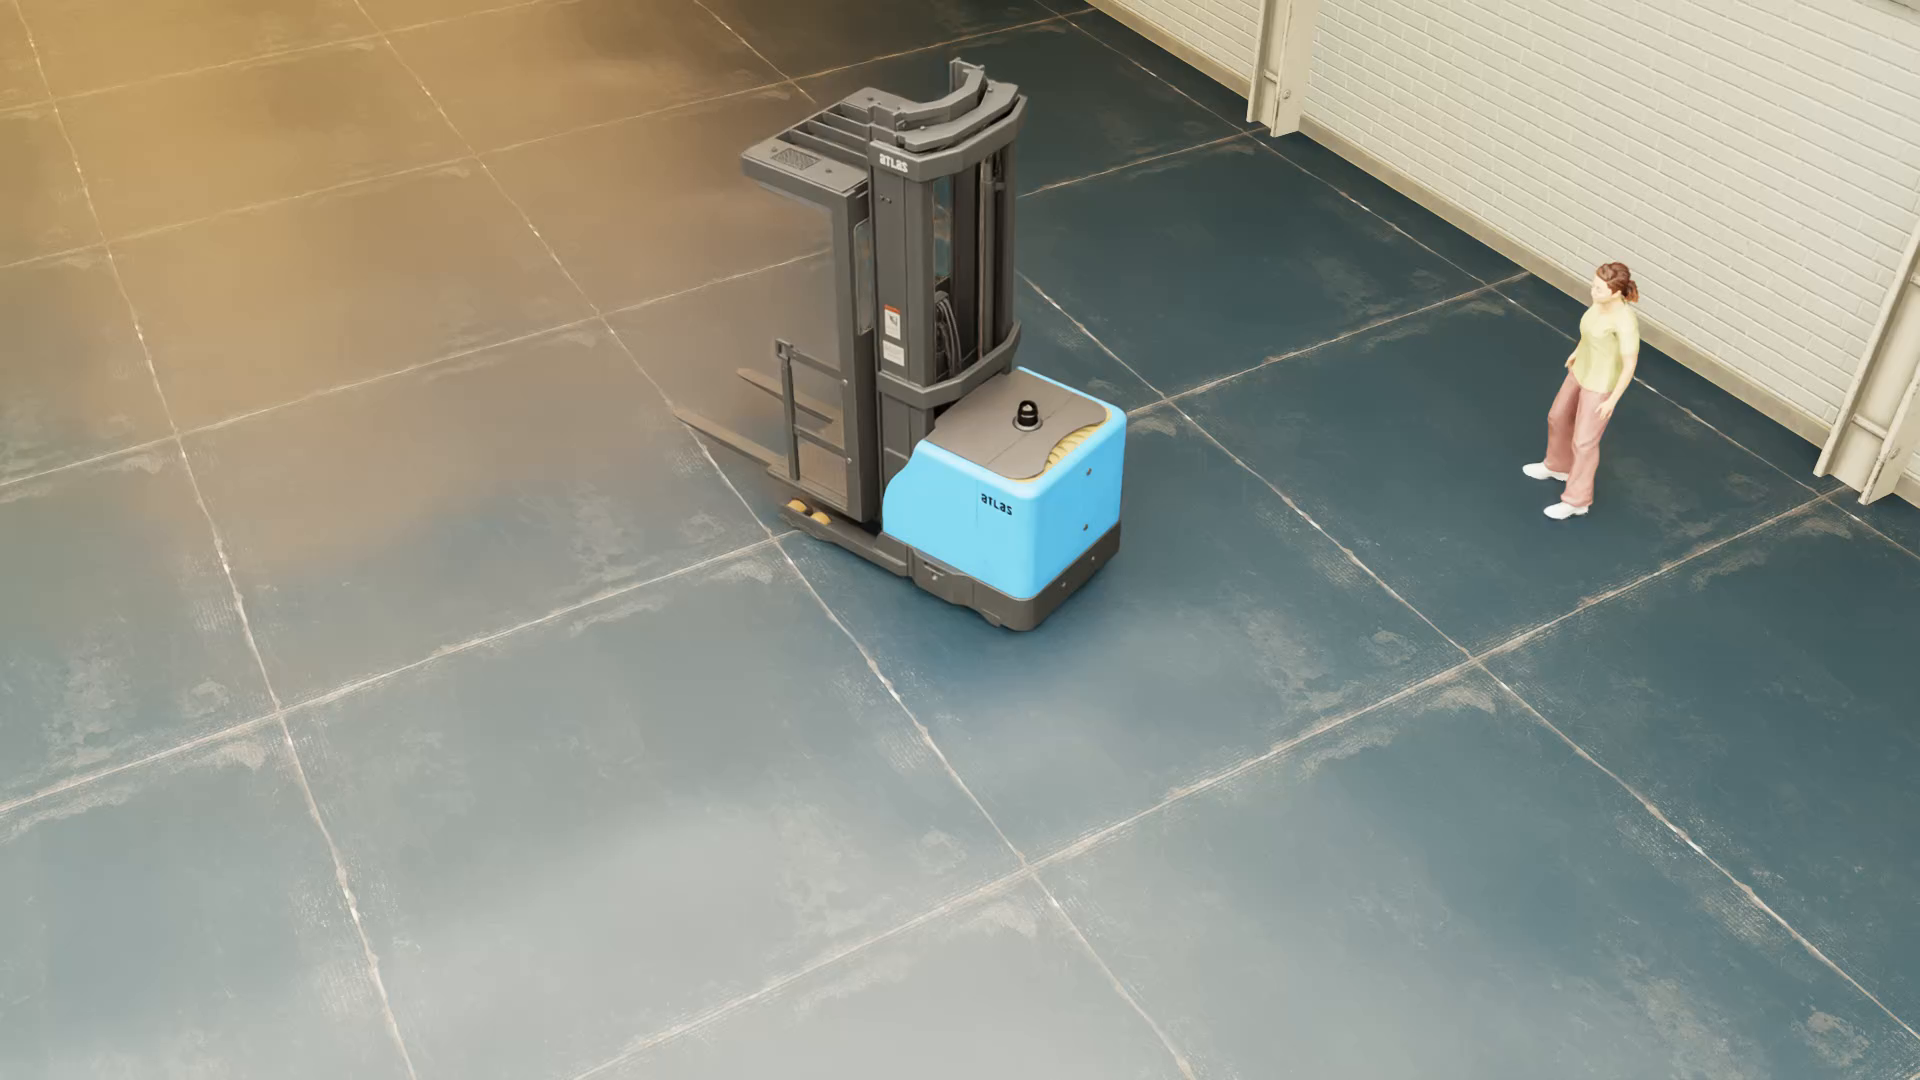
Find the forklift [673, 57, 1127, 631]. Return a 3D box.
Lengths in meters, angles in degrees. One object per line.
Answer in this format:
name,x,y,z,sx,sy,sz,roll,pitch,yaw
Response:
forklift,-0.501,-1.376,9.695,3.031,2.935,1.130,26,46,28

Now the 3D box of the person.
person,3.846,-0.969,10.197,0.375,1.667,0.612,-4,40,-5
